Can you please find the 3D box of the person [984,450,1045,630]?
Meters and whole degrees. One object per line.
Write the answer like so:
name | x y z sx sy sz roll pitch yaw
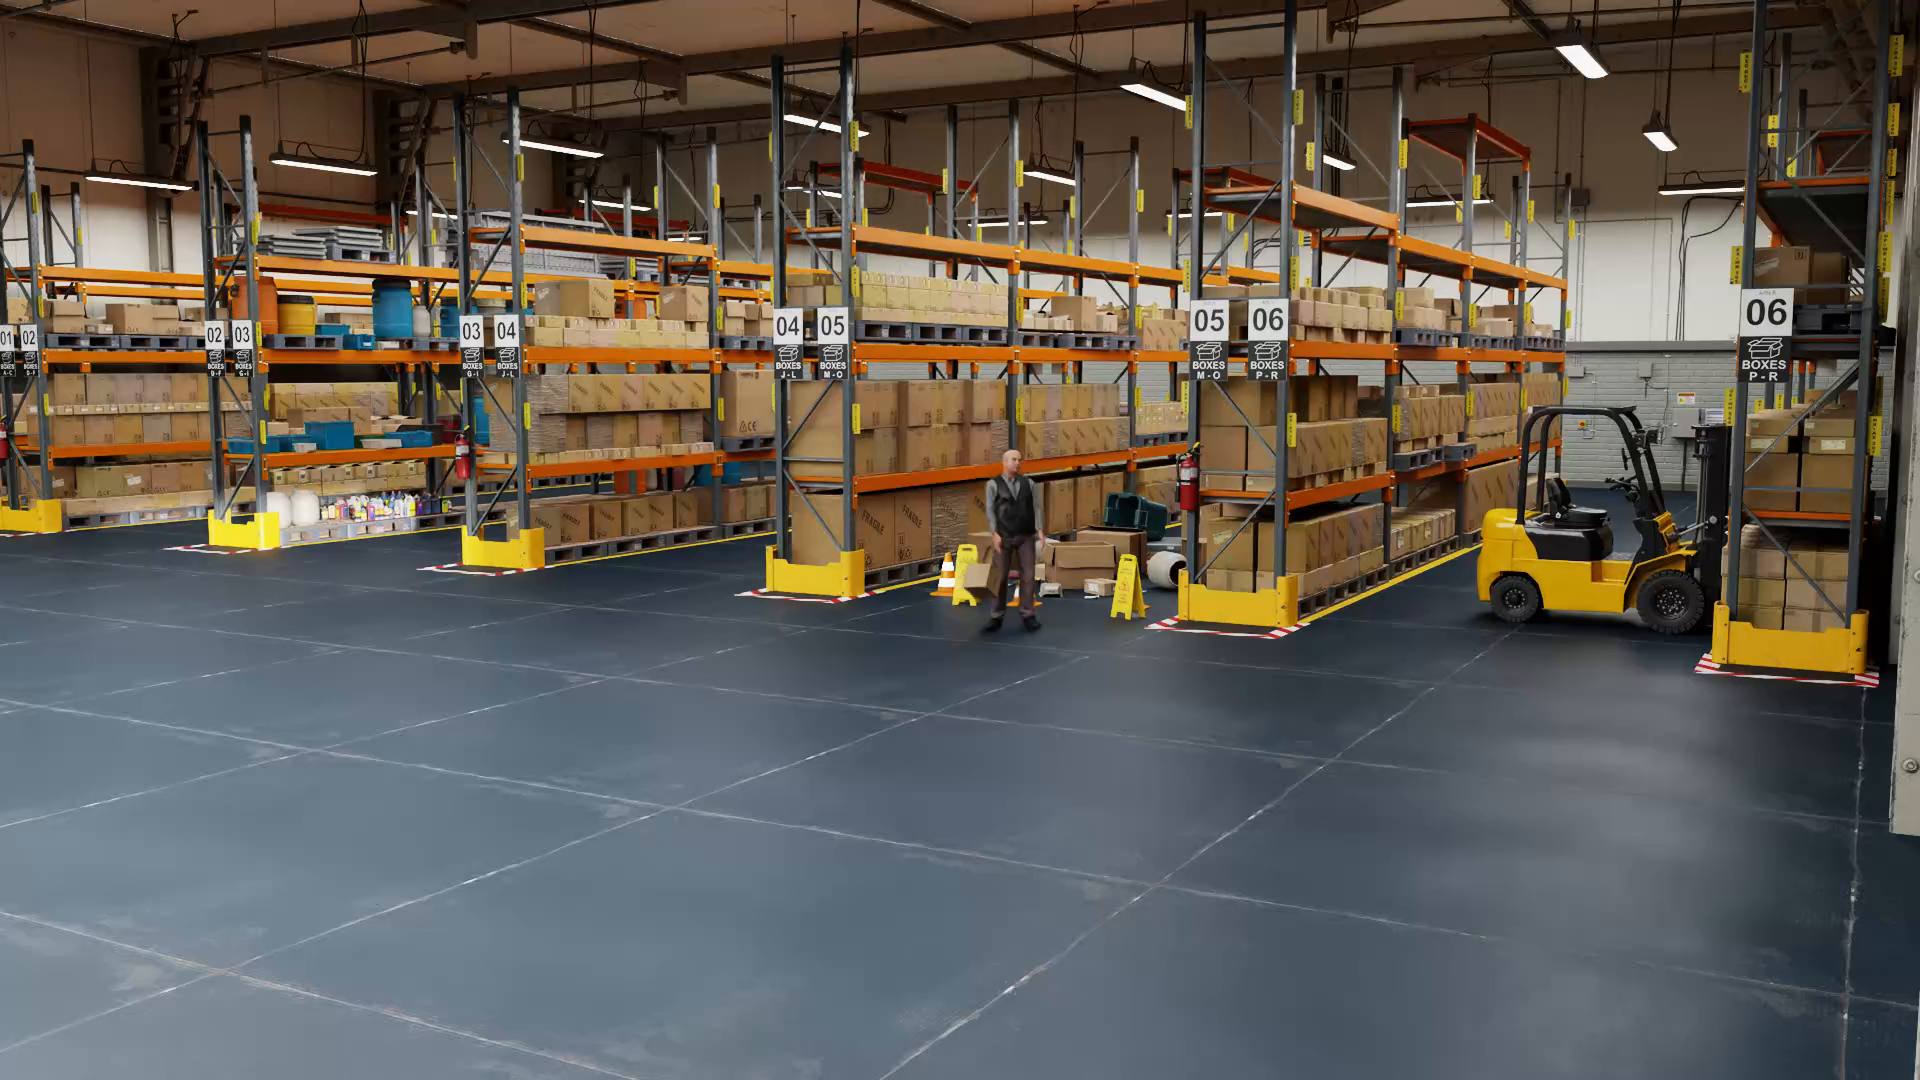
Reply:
person | 0.509 -0.004 16.076 0.599 1.731 0.398 -1 6 -14
